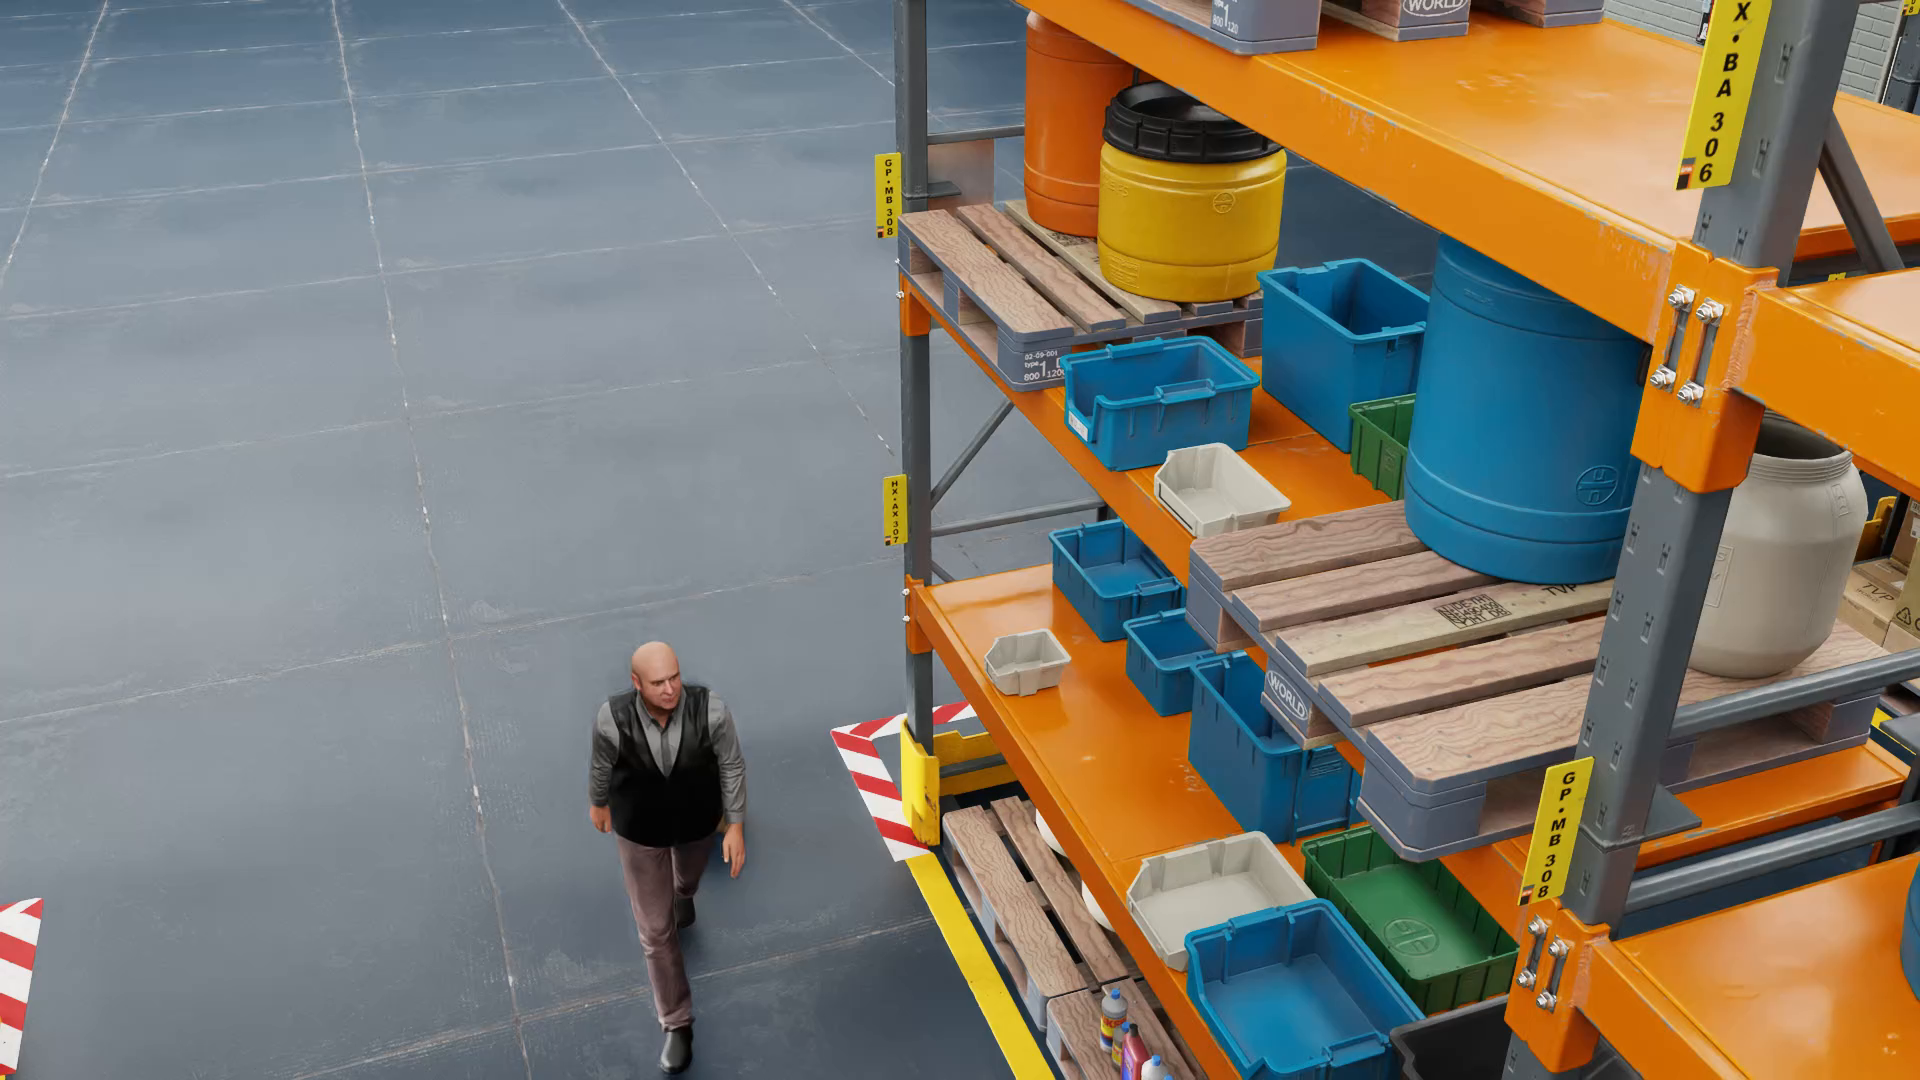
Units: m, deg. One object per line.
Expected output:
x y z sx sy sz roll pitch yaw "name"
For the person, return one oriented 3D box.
-1.111 1.096 6.453 0.576 1.656 1.096 -11 31 -19 "person"
